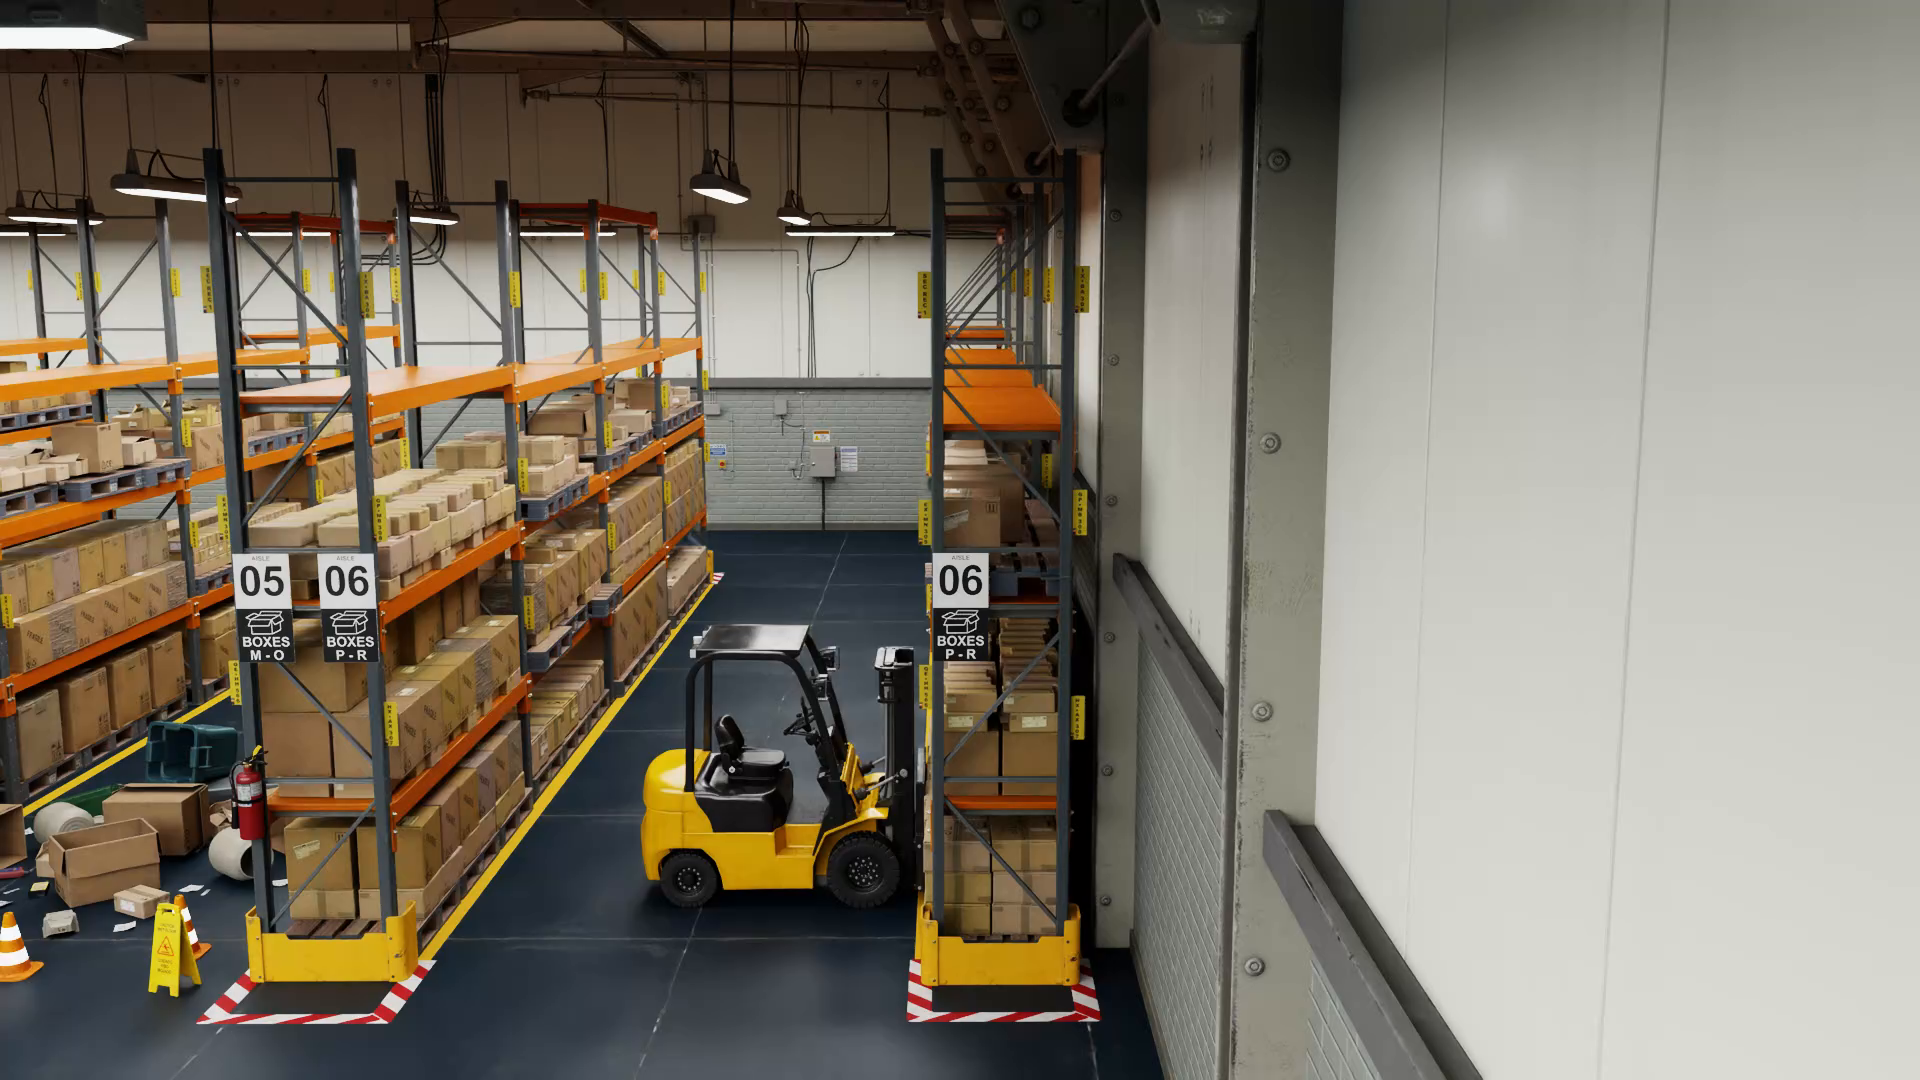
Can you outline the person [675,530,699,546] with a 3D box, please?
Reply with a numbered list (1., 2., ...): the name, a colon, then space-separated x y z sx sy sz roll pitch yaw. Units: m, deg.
1. person: -5.007 -0.393 29.318 0.915 1.735 0.748 5 11 31
